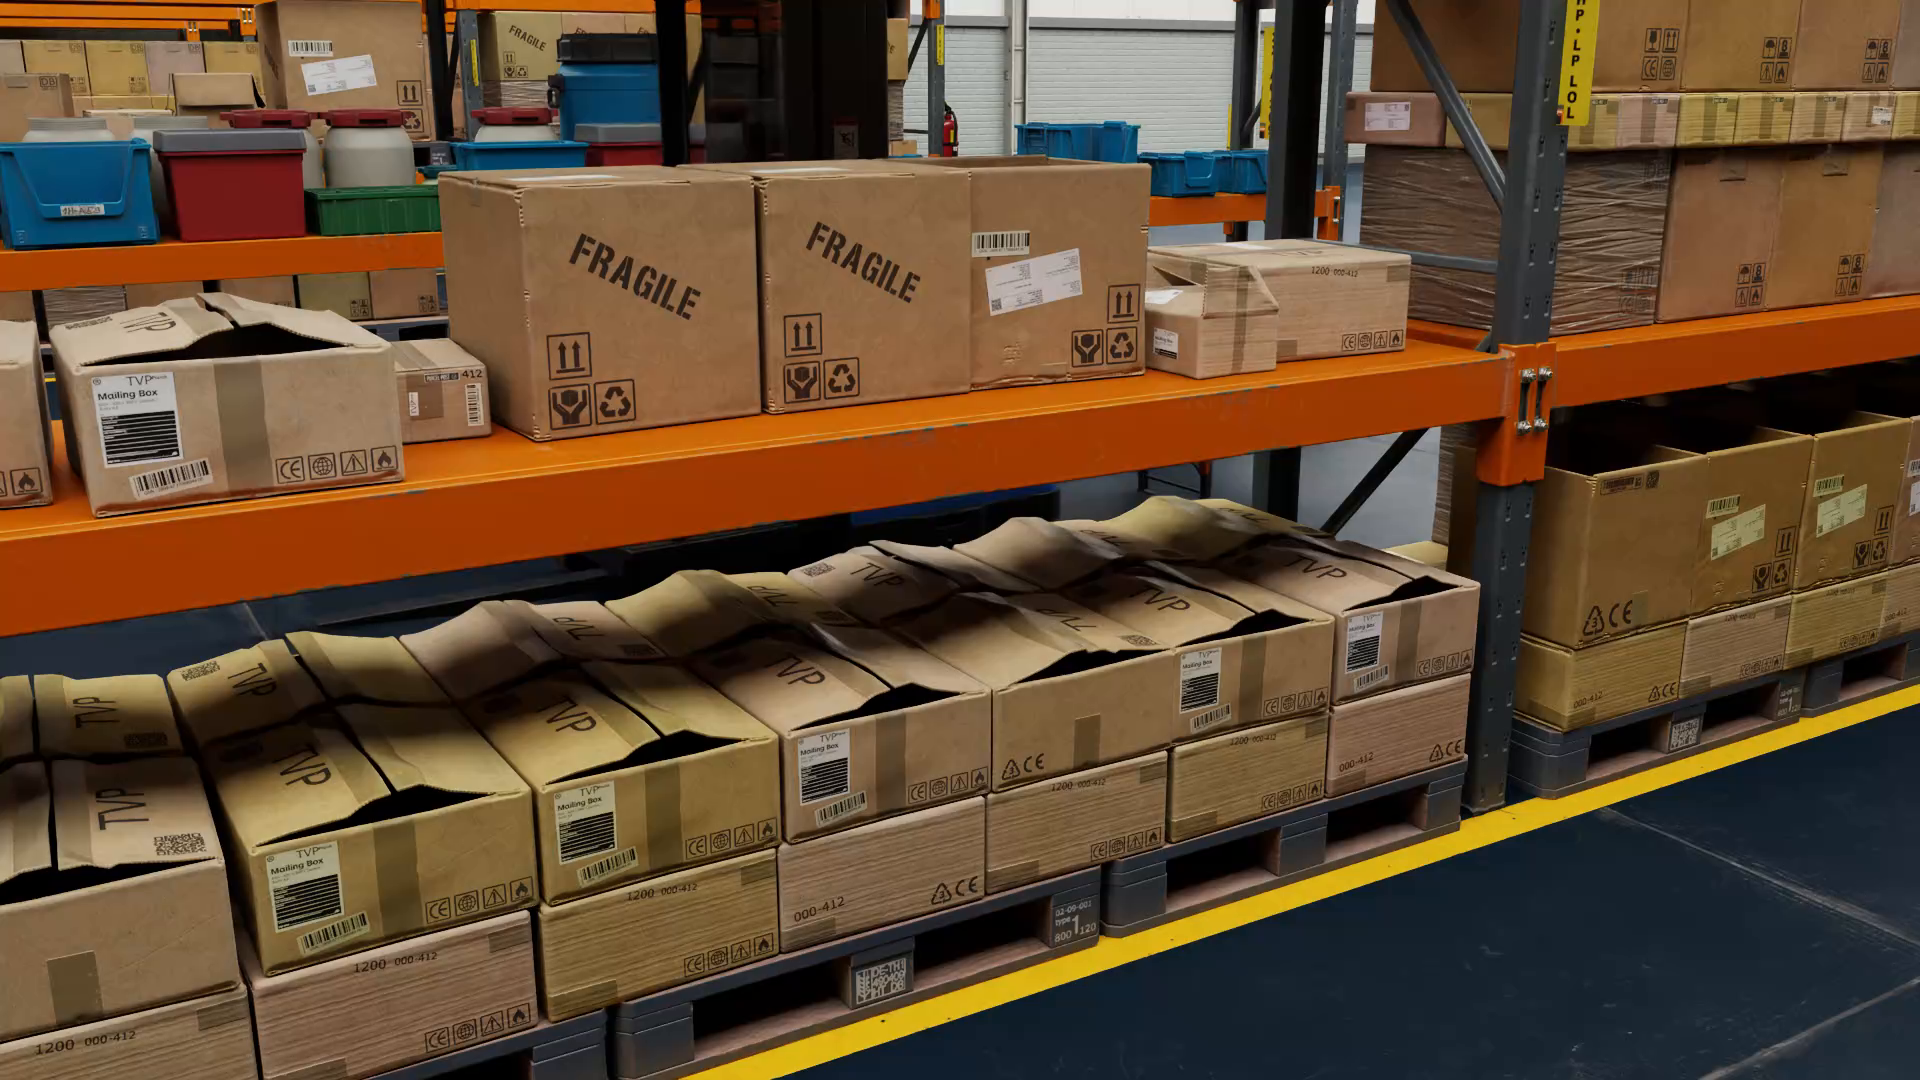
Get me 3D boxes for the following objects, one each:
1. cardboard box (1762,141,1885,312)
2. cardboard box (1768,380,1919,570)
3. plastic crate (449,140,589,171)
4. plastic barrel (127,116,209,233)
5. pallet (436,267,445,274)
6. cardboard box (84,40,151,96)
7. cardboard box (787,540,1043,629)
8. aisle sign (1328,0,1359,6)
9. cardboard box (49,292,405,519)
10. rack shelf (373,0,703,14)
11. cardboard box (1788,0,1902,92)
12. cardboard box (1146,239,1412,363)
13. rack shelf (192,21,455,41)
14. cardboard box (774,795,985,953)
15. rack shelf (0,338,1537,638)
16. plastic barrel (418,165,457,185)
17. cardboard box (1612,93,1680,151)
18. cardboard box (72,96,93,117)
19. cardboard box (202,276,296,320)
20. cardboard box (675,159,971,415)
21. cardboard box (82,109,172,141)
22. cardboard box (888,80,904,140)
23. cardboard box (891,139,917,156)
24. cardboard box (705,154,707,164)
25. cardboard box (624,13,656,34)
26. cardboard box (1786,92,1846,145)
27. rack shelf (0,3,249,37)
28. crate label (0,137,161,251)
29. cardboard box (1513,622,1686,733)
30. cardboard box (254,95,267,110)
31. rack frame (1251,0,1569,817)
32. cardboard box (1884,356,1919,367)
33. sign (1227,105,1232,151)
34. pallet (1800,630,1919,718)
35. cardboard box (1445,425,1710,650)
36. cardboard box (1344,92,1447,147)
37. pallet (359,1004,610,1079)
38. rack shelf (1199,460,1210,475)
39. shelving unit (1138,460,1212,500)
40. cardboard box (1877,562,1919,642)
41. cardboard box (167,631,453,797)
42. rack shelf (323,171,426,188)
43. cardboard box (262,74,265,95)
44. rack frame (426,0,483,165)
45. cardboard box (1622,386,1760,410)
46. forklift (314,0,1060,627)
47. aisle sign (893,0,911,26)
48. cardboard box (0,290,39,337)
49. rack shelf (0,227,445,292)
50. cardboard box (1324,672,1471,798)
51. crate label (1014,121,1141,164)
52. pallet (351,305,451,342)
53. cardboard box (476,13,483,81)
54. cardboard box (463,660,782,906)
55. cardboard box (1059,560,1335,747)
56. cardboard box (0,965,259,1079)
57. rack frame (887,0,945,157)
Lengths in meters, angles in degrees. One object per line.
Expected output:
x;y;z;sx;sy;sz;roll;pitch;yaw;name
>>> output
2.491;-1.049;5.410;0.500;0.500;0.700;-9;18;-29;cardboard box
3.076;-0.235;5.617;0.500;0.500;0.500;-9;18;-30;cardboard box
-2.100;-1.708;7.975;0.575;0.384;0.392;-9;18;-30;plastic crate
-3.611;-1.690;7.673;0.421;0.512;0.421;0;16;0;plastic barrel
-5.641;-2.993;17.697;1.213;0.211;1.003;-9;18;-30;pallet
-8.063;-4.496;15.853;0.500;0.500;0.700;-9;18;-30;cardboard box
-0.125;0.198;4.424;0.500;0.311;0.500;-10;18;-32;cardboard box
2.328;-3.690;10.200;0.004;0.787;0.394;-9;18;-30;aisle sign
-1.330;-0.275;2.998;0.500;0.311;0.500;-9;18;-30;cardboard box
-4.619;-5.624;17.692;4.000;0.370;1.077;-9;18;-30;rack shelf
2.472;-1.670;5.222;0.500;0.500;0.700;-9;18;-30;cardboard box
0.833;-0.644;4.426;0.500;0.250;0.500;-8;18;-26;cardboard box
-9.815;-7.904;25.823;4.000;0.370;1.077;-9;18;-30;rack shelf
-0.283;0.664;3.801;0.500;0.250;0.500;-9;18;-29;cardboard box
-0.482;-0.170;3.791;4.000;0.370;1.077;-9;18;-30;rack shelf
-2.529;-1.726;8.265;0.301;0.262;0.301;0;16;0;plastic barrel
1.778;-1.182;4.683;0.250;0.149;0.380;-9;18;-29;cardboard box
-8.372;-3.882;15.515;0.500;0.500;0.500;-9;18;-30;cardboard box
-5.301;-1.875;12.357;0.500;0.500;0.700;-11;19;-34;cardboard box
-0.315;-0.597;3.796;0.500;0.500;0.500;-9;18;-30;cardboard box
-5.739;-2.841;11.486;0.500;0.250;0.500;-10;18;-31;cardboard box
-0.923;-3.764;14.544;0.500;0.500;0.875;-9;18;-30;cardboard box
-0.575;-3.435;14.570;0.250;0.149;0.380;-9;18;-30;cardboard box
-2.248;-3.138;13.512;0.250;0.149;0.380;-9;18;-30;cardboard box
-2.492;-3.903;13.186;0.500;0.500;0.500;-9;18;-30;cardboard box
2.438;-1.290;5.066;0.250;0.149;0.380;-10;18;-32;cardboard box
-10.684;-6.200;19.744;4.000;0.370;1.077;-9;18;-30;rack shelf
-3.753;-1.477;7.057;0.616;0.435;0.502;-9;18;-30;crate label
1.786;0.333;4.980;0.500;0.250;0.500;-9;18;-30;cardboard box
-7.076;-4.092;16.265;0.500;0.500;0.500;-9;18;-30;cardboard box
1.233;-0.794;4.686;0.127;3.000;1.000;-9;18;-30;rack frame
3.660;-0.497;6.551;0.500;0.500;0.500;-9;18;-30;cardboard box
1.834;-2.758;11.179;0.005;0.325;0.100;-9;18;-30;sign
2.983;0.277;6.031;1.213;0.211;1.003;-9;18;-30;pallet
1.792;-0.026;4.871;0.500;0.500;0.500;-9;18;-30;cardboard box
1.356;-1.242;4.897;0.250;0.149;0.380;-9;18;-30;cardboard box
-1.470;0.999;3.455;1.213;0.211;1.003;-9;18;-30;pallet
0.618;-0.426;7.751;1.000;0.278;0.538;-10;19;-33;rack shelf
0.618;-0.661;7.685;1.048;1.125;0.538;-10;19;-33;shelving unit
3.074;0.126;5.721;0.500;0.250;0.500;-9;18;-30;cardboard box
-1.432;0.410;3.667;0.500;0.311;0.500;-10;18;-31;cardboard box
-5.580;-2.462;11.970;4.000;0.370;1.077;-9;18;-30;rack shelf
-6.756;-4.708;16.609;0.500;0.500;0.700;-10;18;-31;cardboard box
-3.866;-3.087;12.864;0.127;3.000;1.000;-9;18;-30;rack frame
2.379;-0.286;5.799;0.500;0.500;0.500;-9;18;-30;cardboard box
-1.082;-1.214;6.311;3.031;2.935;1.130;-10;19;-33;forklift
-0.538;-4.973;14.775;0.004;0.787;0.394;-9;18;-30;aisle sign
-6.731;-1.637;11.508;0.500;0.500;0.700;-10;19;-33;cardboard box
-3.029;-1.316;7.882;4.000;0.370;1.077;-9;18;-30;rack shelf
1.027;0.452;4.556;0.500;0.250;0.500;-9;18;-30;cardboard box
0.675;-2.196;9.619;0.616;0.435;0.502;-9;18;-30;crate label
-4.532;-1.636;12.853;1.213;0.211;1.003;-9;18;-30;pallet
-3.622;-3.886;13.126;0.500;0.500;0.500;-9;18;-30;cardboard box
-0.711;0.463;3.477;0.500;0.311;0.500;-10;18;-31;cardboard box
0.591;0.254;4.224;0.500;0.311;0.500;-9;18;-28;cardboard box
-1.596;0.879;3.034;0.500;0.250;0.500;-9;18;-30;cardboard box
-0.437;-3.643;14.848;0.127;3.000;1.000;-9;18;-30;rack frame
